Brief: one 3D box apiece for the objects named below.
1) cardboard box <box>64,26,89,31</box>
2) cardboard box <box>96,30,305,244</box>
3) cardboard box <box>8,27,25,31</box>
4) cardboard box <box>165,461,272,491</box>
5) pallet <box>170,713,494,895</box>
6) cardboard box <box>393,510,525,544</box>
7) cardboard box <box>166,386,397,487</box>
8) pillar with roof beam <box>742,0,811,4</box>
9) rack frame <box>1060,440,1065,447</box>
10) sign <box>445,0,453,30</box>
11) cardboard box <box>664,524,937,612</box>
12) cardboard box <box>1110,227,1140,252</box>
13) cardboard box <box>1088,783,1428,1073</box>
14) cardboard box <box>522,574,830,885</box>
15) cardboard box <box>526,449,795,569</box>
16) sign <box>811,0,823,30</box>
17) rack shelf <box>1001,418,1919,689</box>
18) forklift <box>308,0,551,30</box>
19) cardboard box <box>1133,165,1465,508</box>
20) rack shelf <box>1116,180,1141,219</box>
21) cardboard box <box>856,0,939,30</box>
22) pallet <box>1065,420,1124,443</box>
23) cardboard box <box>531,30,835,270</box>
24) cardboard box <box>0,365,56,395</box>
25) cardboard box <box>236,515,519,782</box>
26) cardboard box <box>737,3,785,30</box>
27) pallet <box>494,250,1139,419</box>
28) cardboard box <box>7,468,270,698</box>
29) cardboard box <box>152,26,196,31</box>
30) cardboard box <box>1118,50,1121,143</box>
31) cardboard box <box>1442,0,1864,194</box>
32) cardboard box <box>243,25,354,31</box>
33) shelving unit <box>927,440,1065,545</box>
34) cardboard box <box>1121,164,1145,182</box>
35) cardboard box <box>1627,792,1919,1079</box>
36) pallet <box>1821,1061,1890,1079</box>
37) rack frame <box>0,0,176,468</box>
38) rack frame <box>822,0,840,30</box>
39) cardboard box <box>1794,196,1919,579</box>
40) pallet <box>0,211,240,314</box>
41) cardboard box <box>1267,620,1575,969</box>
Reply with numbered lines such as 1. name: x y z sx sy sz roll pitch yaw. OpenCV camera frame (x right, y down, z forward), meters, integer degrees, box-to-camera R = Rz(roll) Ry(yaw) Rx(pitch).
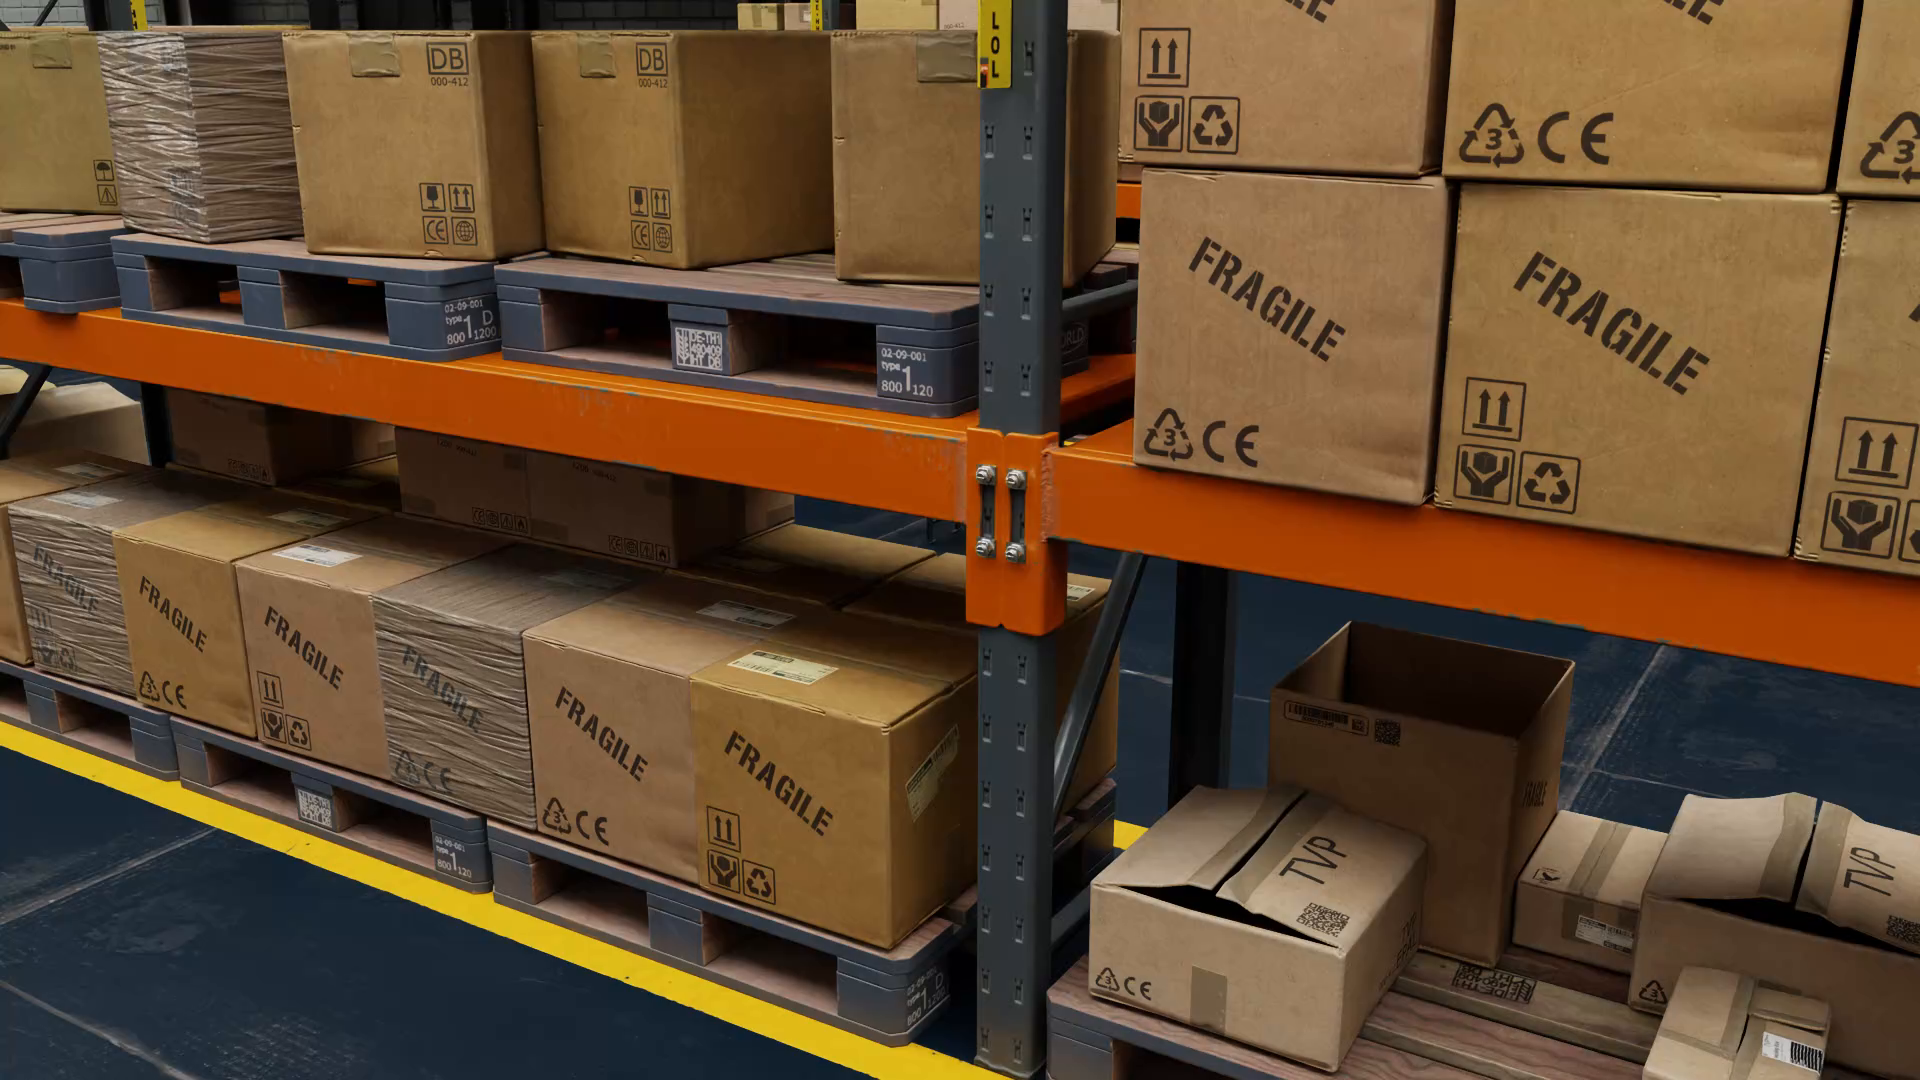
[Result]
1. cardboard box: -6.190 -3.529 12.270 0.500 0.500 0.500 9 19 28
2. cardboard box: -1.789 -1.087 4.404 0.500 0.500 0.700 15 22 40
3. cardboard box: -7.043 -3.686 12.790 0.500 0.500 0.500 10 20 30
4. cardboard box: -2.145 -0.023 5.340 0.500 0.500 0.500 11 20 32
5. pallet: -1.413 0.550 4.706 1.213 0.211 1.003 10 20 30
6. cardboard box: -1.253 0.134 4.822 0.500 0.500 0.500 9 19 28
7. cardboard box: -2.094 -0.374 5.206 0.500 0.250 0.500 11 20 32
8. pillar with roof beam: -3.383 -4.536 6.332 0.400 9.000 9.100 10 20 30
9. rack frame: 0.349 -0.512 6.502 0.015 1.200 0.240 10 20 30
10. sign: -3.596 -3.620 11.647 0.005 0.325 0.100 10 20 30
11. cardboard box: -0.401 0.289 4.312 0.500 0.500 0.500 10 20 31
12. cardboard box: 0.826 -1.213 8.690 0.750 0.750 0.750 10 20 30
13. cardboard box: 0.589 0.709 3.254 0.500 0.311 0.500 10 20 30
14. cardboard box: -0.643 0.420 3.881 0.500 0.500 0.500 10 20 30
15. cardboard box: -0.793 -0.143 4.446 0.500 0.250 0.500 10 20 30
16. sign: -0.751 -2.700 8.754 0.005 0.325 0.100 10 20 30
17. rack shelf: 2.048 0.164 2.417 4.000 0.370 1.077 10 20 30
18. forklift: -2.698 -1.810 7.798 3.031 2.935 1.130 9 19 26
19. cardboard box: 0.636 -0.387 2.822 0.500 0.500 0.500 11 20 31
20. rack shelf: 1.229 -1.672 8.461 4.000 0.370 1.077 10 20 30
21. cardboard box: -0.199 -2.741 8.736 0.500 0.250 0.500 11 20 31
22. pallet: 1.193 -0.661 8.695 1.213 0.211 1.003 10 20 30
23. cardboard box: -0.562 -0.949 3.951 0.500 0.500 0.700 14 22 39
24. cardboard box: -3.809 -0.476 6.332 0.500 0.311 0.500 10 19 29
25. cardboard box: -1.505 0.267 4.386 0.500 0.500 0.500 9 19 28
26. cardboard box: -1.067 -2.979 9.483 0.250 0.149 0.380 7 18 21
27. pallet: -0.280 -0.541 3.831 1.213 0.211 1.003 10 20 30
28. cardboard box: -2.377 0.111 4.898 0.500 0.500 0.500 9 19 28
29. cardboard box: -5.300 -3.374 11.762 0.500 0.500 0.500 9 19 28
30. cardboard box: 0.669 -2.225 8.326 0.500 0.500 0.500 10 20 30
31. cardboard box: 1.038 -0.791 2.431 0.500 0.500 0.500 9 19 28
32. cardboard box: -4.448 -3.220 11.255 0.500 0.500 0.500 10 20 30
33. shelving unit: 0.141 -0.549 6.624 0.503 1.200 0.258 10 20 30
34. cardboard box: 0.997 -1.871 8.279 0.250 0.149 0.380 10 20 30
35. cardboard box: 1.617 0.722 3.211 0.500 0.311 0.500 10 20 30
36. pallet: 1.972 1.140 2.765 1.213 0.211 1.003 10 20 30
37. rack frame: -3.064 -1.093 5.317 0.127 3.000 1.000 10 20 30
38. rack frame: -0.475 -2.320 9.358 0.127 3.000 1.000 10 20 30
39. cardboard box: 1.499 -0.233 2.316 0.500 0.500 0.500 10 20 30
40. pallet: -2.450 -0.915 5.063 1.003 0.211 1.213 10 20 30
41. cardboard box: 0.978 0.518 3.560 0.500 0.500 0.500 10 20 30
